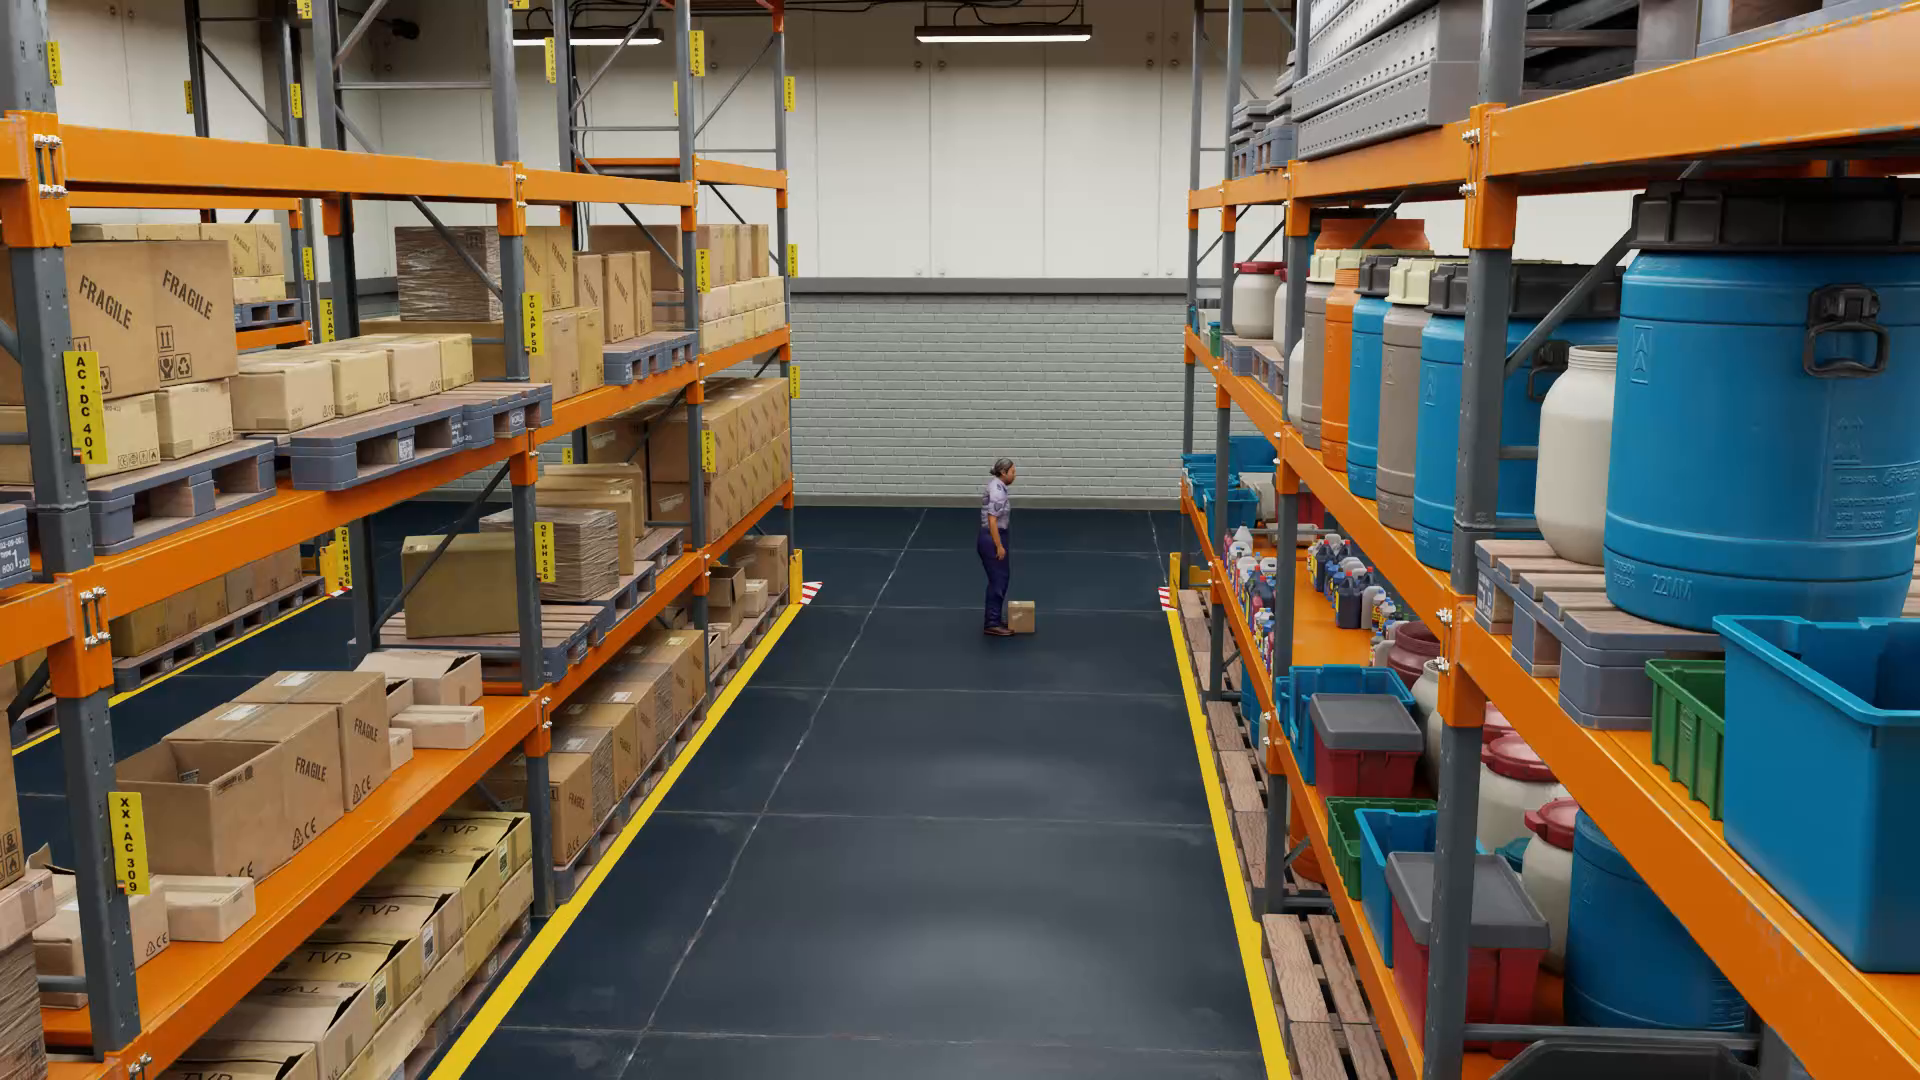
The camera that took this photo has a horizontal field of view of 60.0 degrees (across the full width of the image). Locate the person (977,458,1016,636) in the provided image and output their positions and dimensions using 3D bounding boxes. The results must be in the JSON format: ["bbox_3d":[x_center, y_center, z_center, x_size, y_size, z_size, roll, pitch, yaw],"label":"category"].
[{"bbox_3d":[0.346,0.052,15.718,0.367,1.637,0.550,1,11,3],"label":"person"}]
